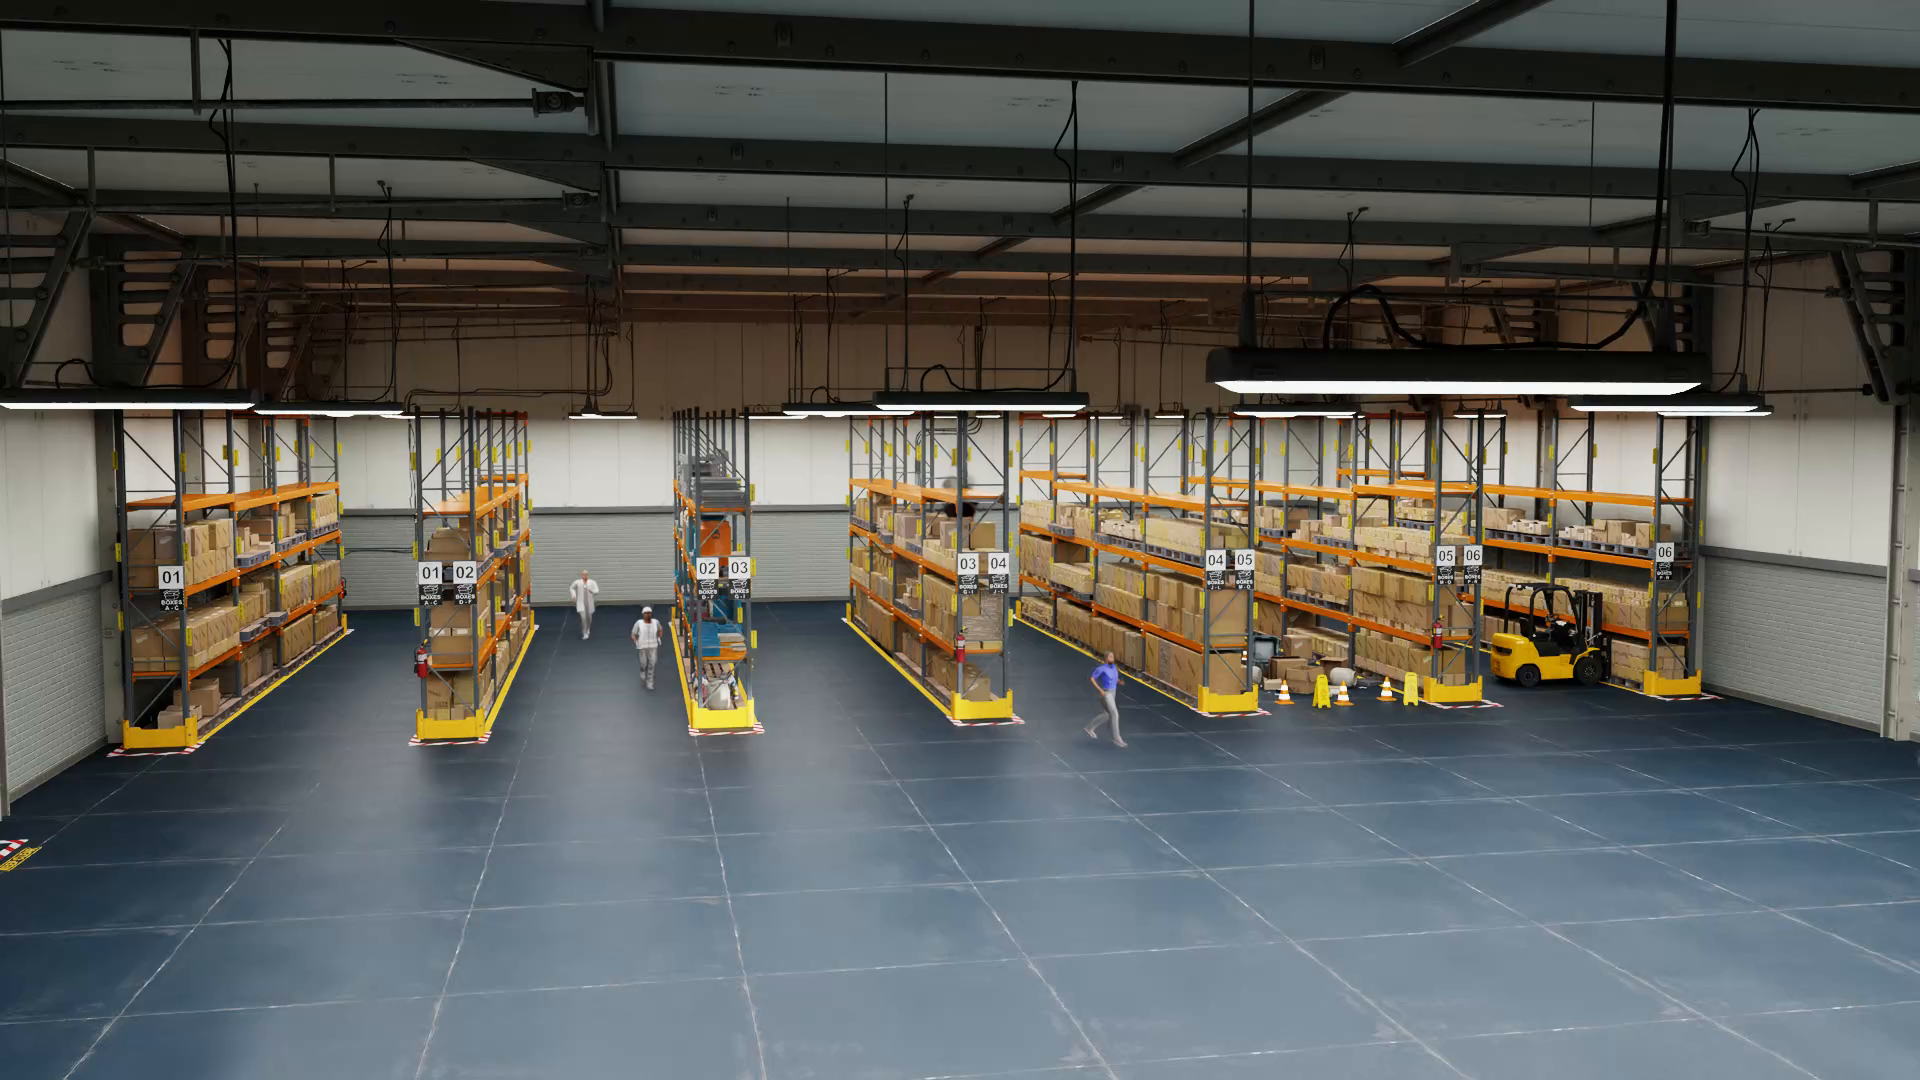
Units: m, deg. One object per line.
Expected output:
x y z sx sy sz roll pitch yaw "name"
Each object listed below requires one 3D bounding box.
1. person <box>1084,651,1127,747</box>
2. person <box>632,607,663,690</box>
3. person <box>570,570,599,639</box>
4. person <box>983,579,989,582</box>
2.607 2.797 29.570 0.870 1.678 0.566 3 5 32 "person"
-6.712 2.311 35.784 0.682 1.753 0.769 -1 4 -19 "person"
-9.905 1.682 43.962 0.704 1.761 1.065 -2 4 -22 "person"
0.658 1.558 47.222 0.546 1.597 0.879 0 4 -6 "person"
